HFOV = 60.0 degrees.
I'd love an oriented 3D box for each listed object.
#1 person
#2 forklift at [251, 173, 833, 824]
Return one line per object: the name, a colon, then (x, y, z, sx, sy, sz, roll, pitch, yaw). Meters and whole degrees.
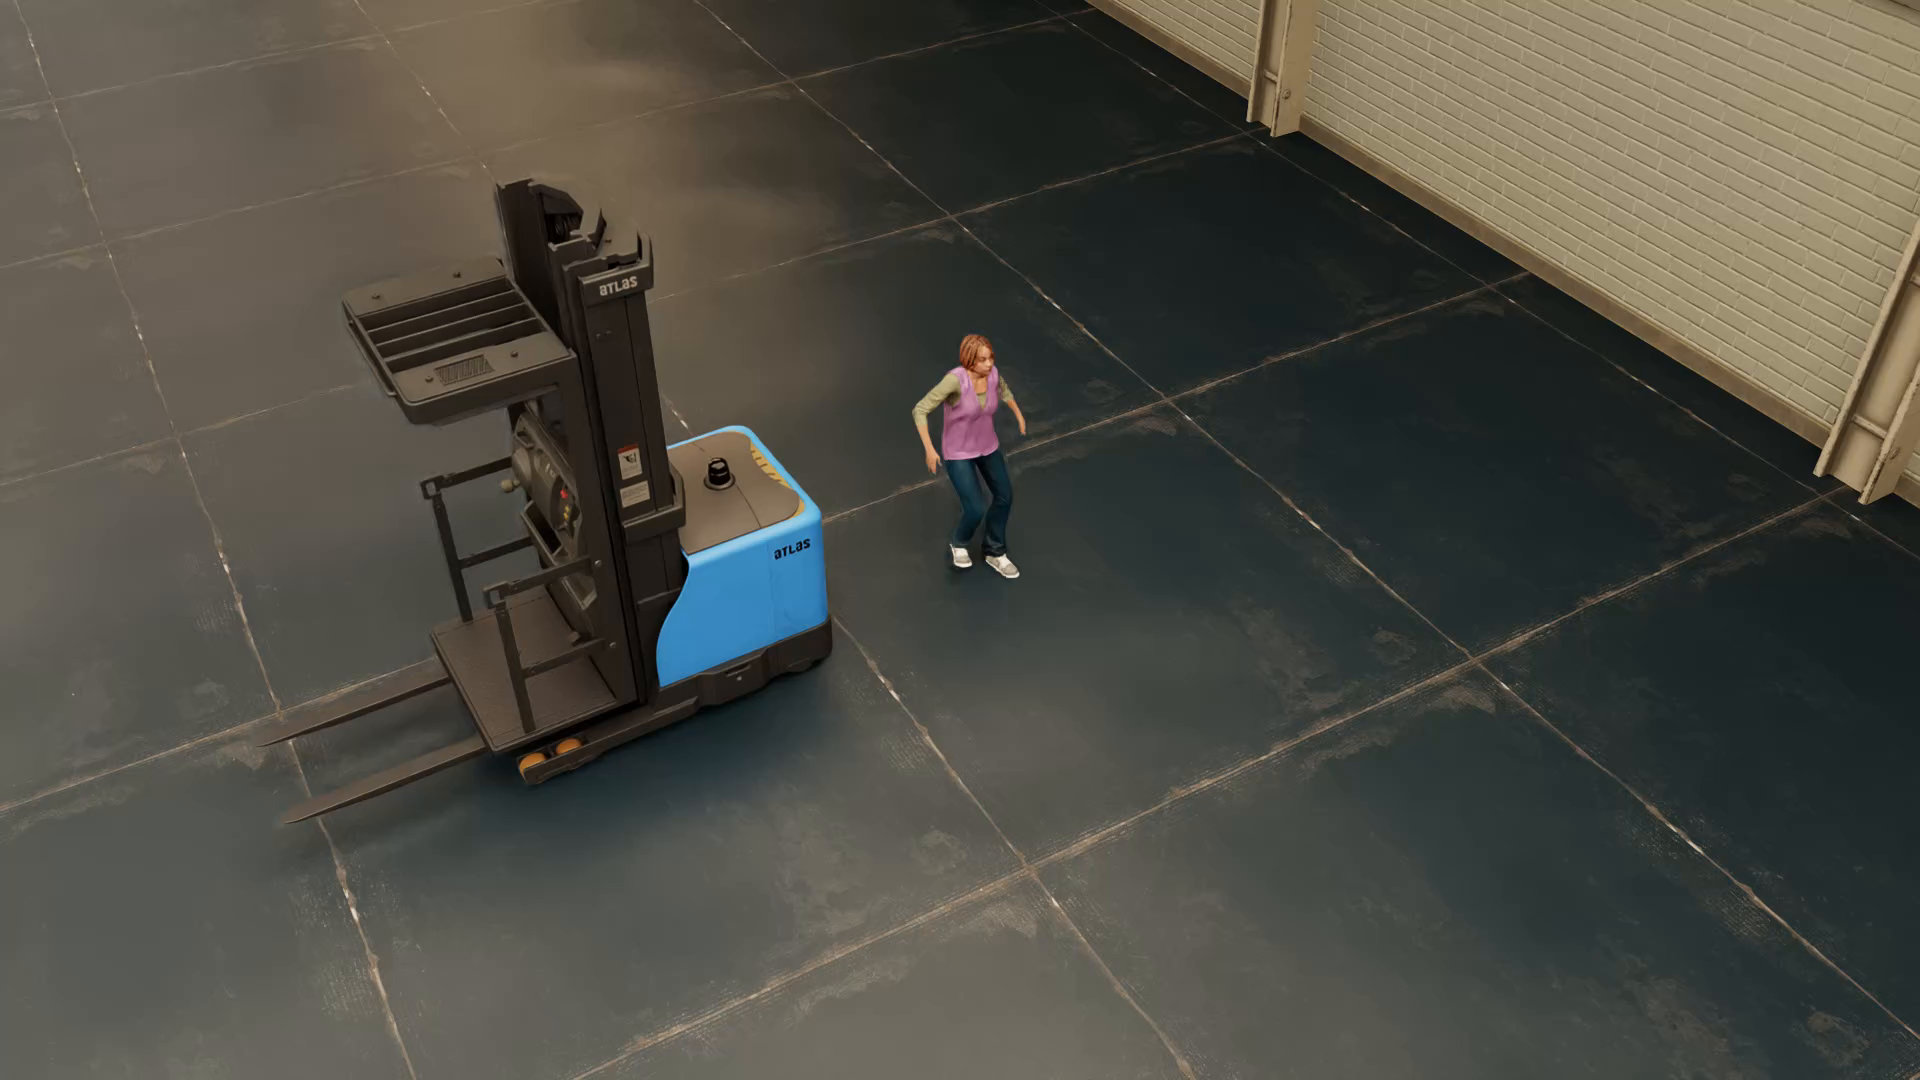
person: (0.127, -0.478, 9.730, 0.767, 1.548, 0.589, -24, 45, -26)
forklift: (-2.252, -0.227, 8.310, 3.031, 2.935, 1.130, -21, 44, -24)
